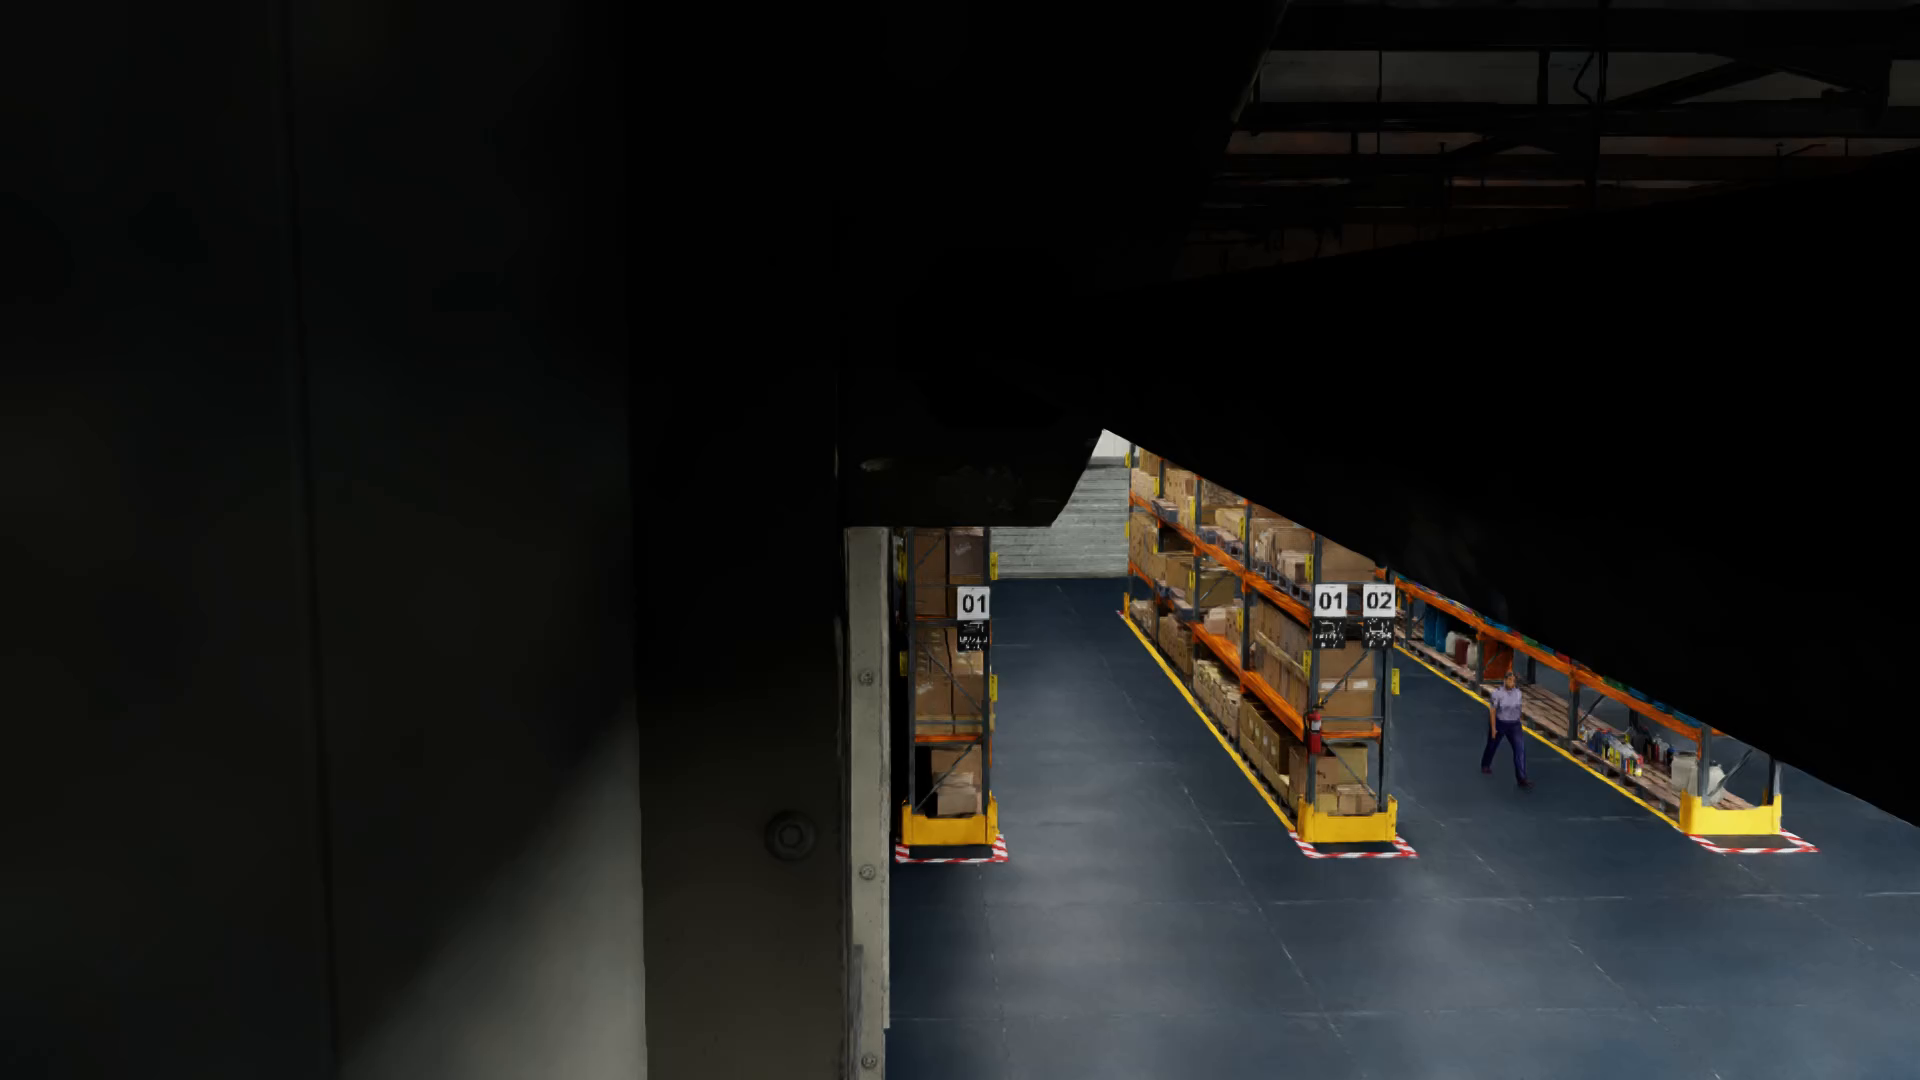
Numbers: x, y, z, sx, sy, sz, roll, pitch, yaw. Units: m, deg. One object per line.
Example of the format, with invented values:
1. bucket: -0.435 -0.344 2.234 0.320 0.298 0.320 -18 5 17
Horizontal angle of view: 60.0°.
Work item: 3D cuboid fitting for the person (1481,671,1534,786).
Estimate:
1. person: 7.597 2.587 23.161 0.480 1.553 1.091 -1 7 -5
